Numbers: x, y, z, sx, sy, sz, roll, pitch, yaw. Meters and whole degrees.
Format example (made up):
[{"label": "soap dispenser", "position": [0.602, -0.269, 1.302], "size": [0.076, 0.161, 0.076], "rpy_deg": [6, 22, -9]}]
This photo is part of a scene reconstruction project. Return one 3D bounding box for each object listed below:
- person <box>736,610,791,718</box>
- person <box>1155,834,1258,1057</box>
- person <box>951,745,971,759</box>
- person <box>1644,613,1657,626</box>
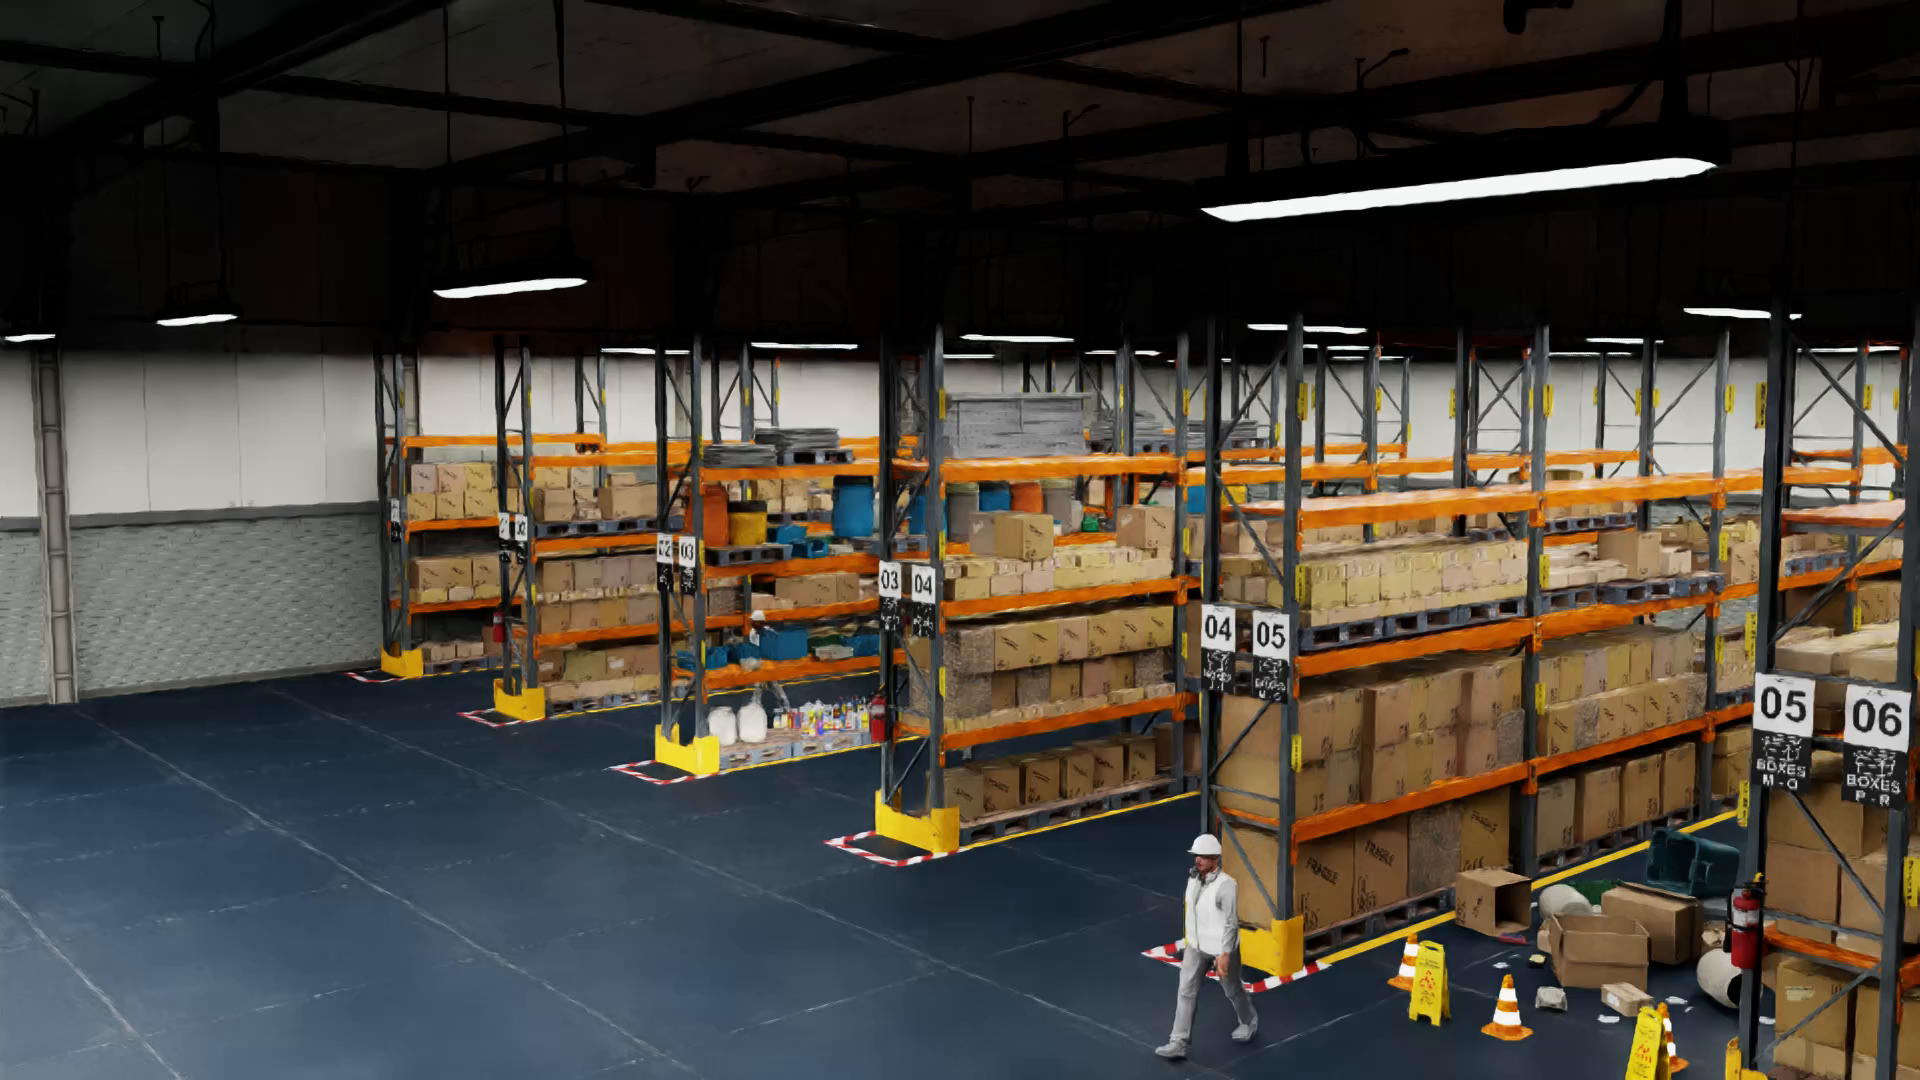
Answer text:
[{"label": "person", "position": [-3.111, 1.935, 26.006], "size": [1.122, 1.706, 0.566], "rpy_deg": [-4, 7, -38]}, {"label": "person", "position": [1.962, 3.133, 12.917], "size": [1.029, 1.725, 0.555], "rpy_deg": [-5, 7, -42]}, {"label": "person", "position": [0.034, 2.231, 23.366], "size": [0.626, 1.610, 0.809], "rpy_deg": [3, 6, 32]}, {"label": "person", "position": [11.139, 1.918, 26.893], "size": [0.507, 1.619, 0.580], "rpy_deg": [-5, 7, -43]}]
